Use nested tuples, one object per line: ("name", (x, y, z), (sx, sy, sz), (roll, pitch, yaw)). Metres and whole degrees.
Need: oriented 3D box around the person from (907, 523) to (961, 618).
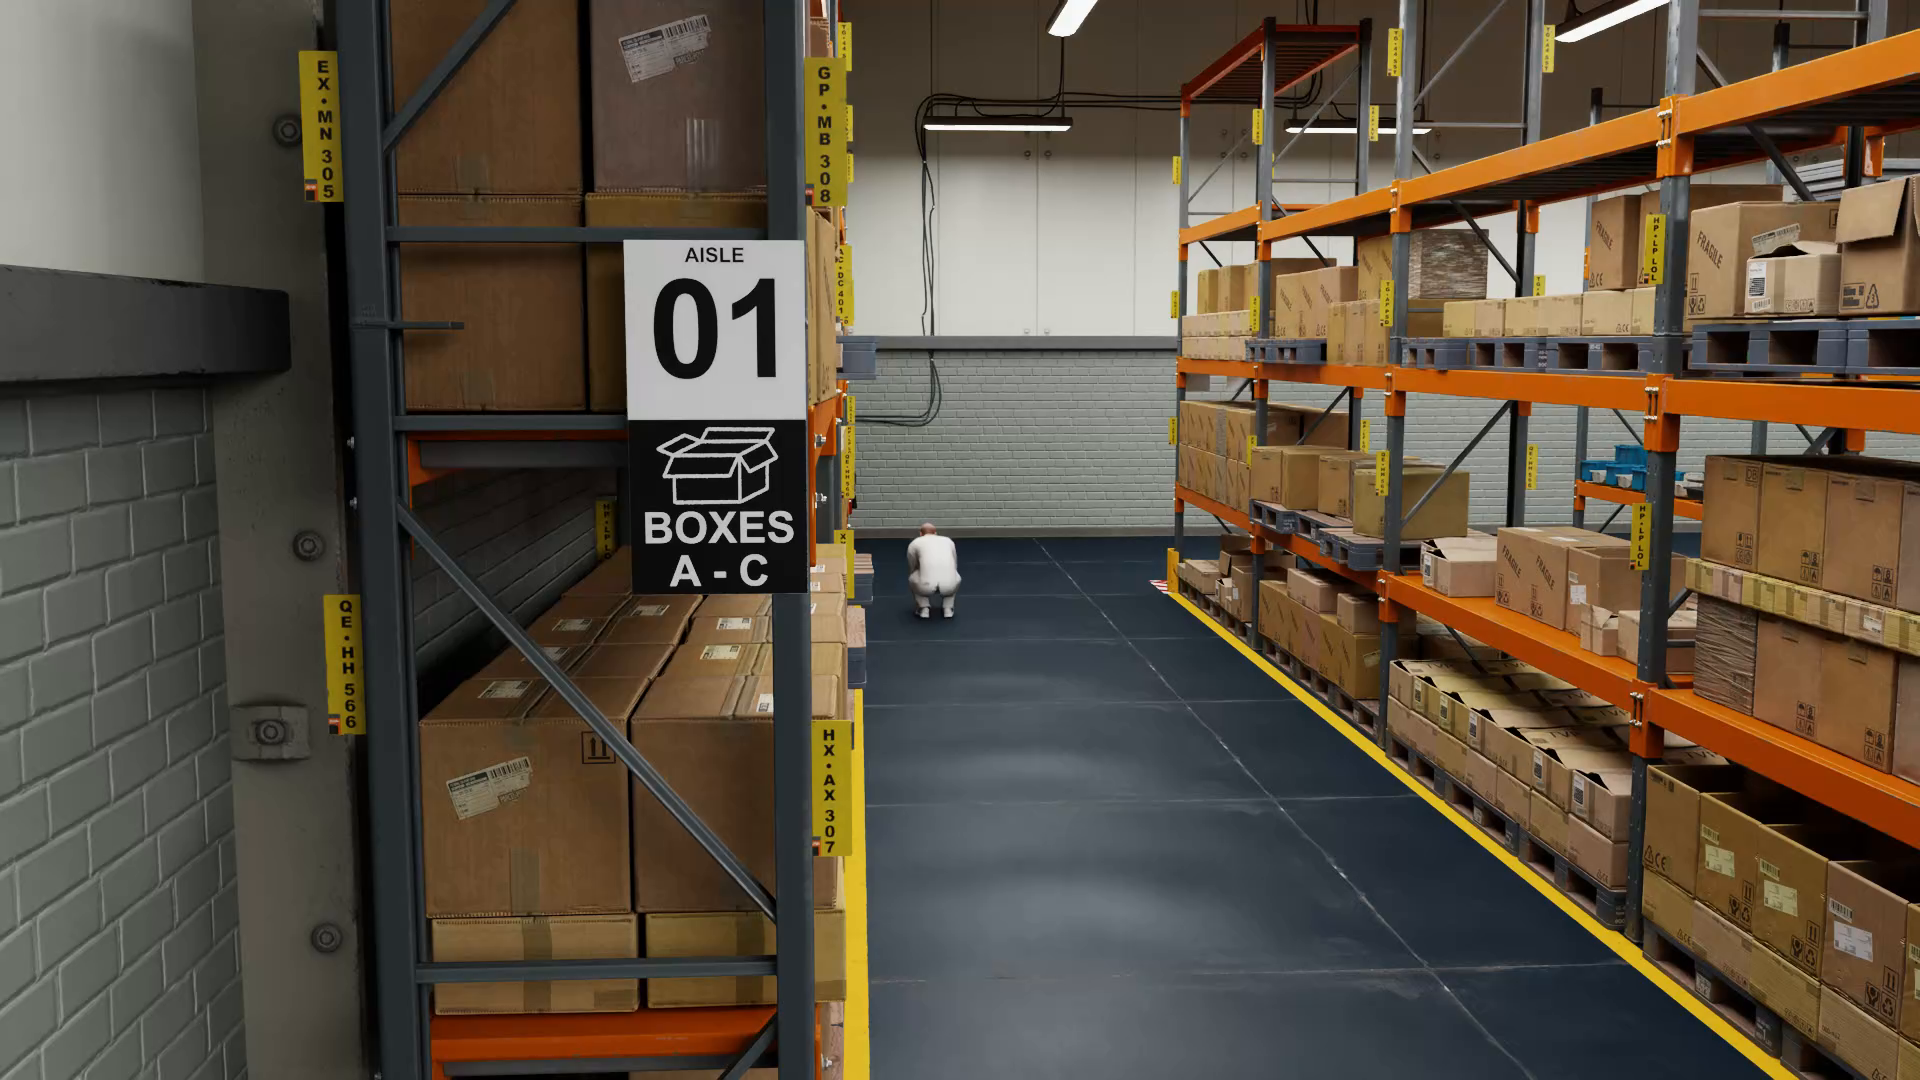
("person", (-0.287, 0.328, 18.406), (0.591, 0.993, 0.917), (-1, 7, -4))
